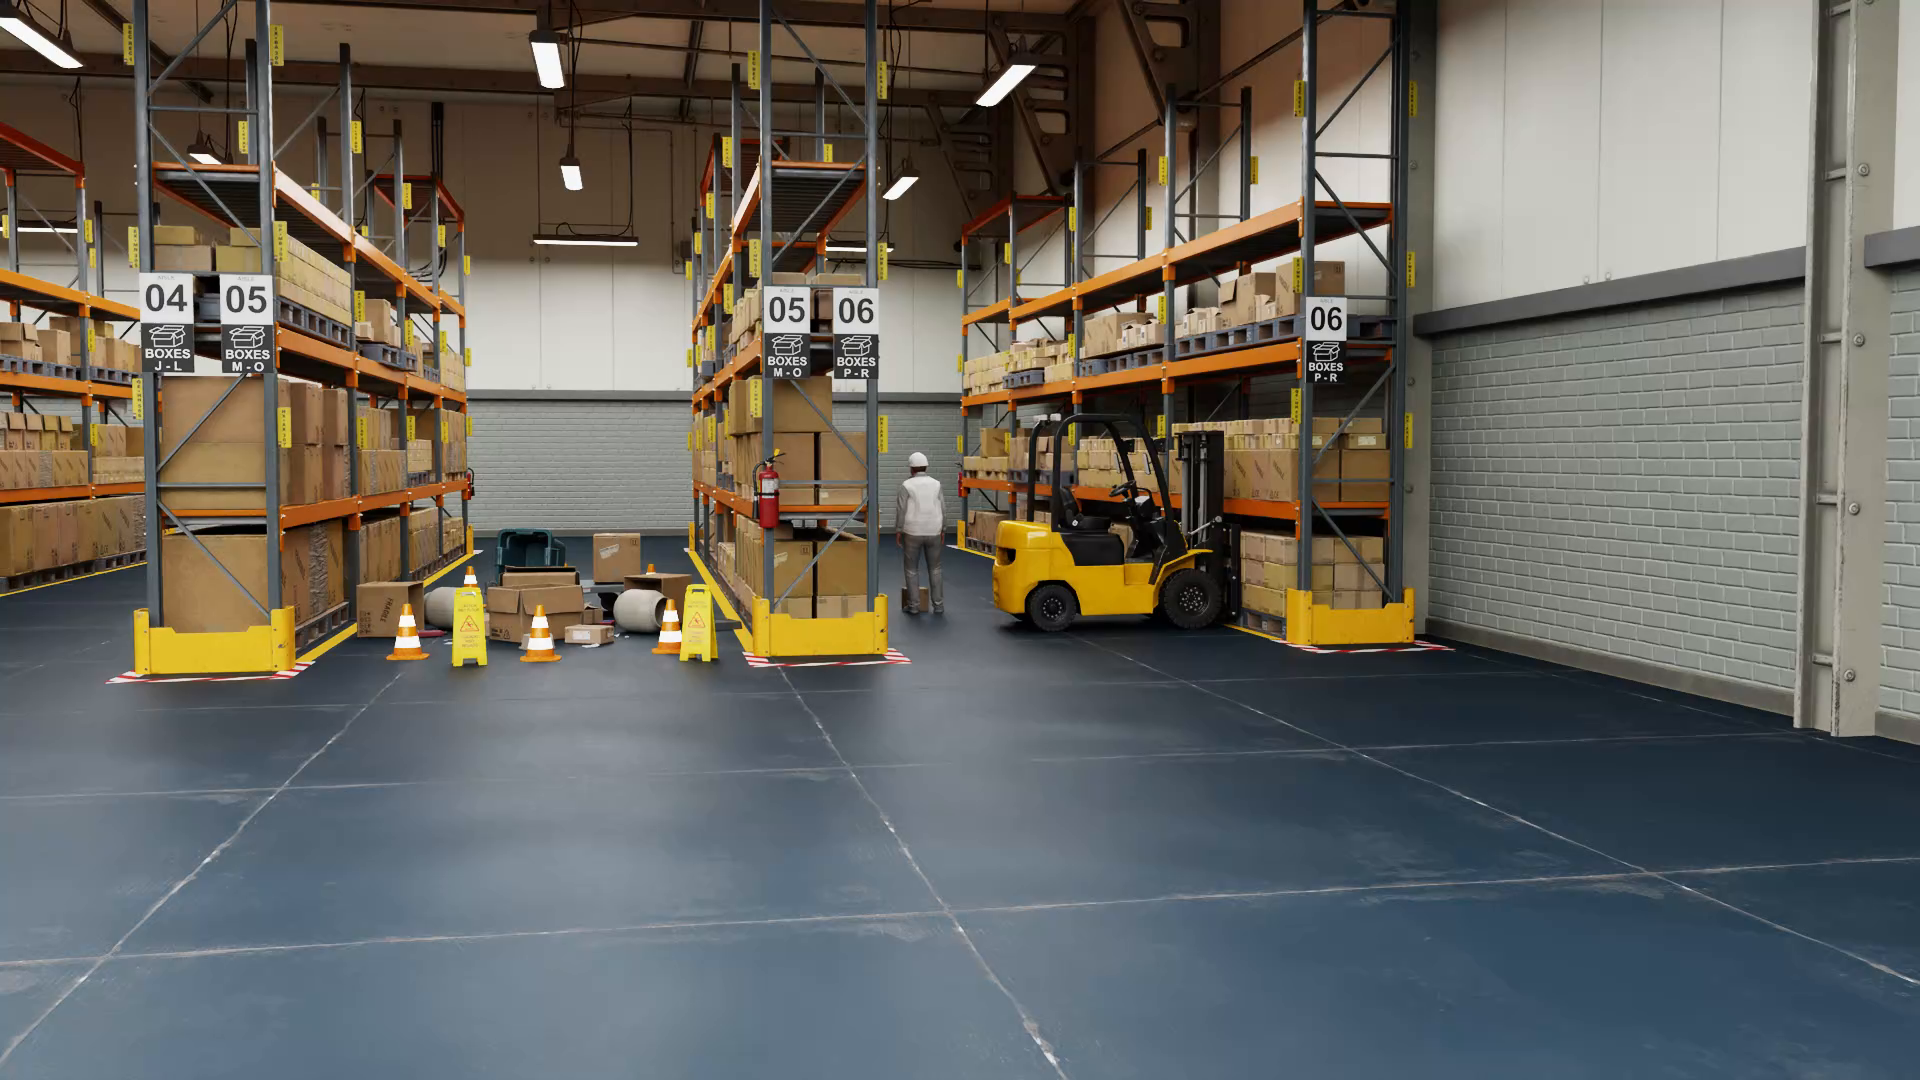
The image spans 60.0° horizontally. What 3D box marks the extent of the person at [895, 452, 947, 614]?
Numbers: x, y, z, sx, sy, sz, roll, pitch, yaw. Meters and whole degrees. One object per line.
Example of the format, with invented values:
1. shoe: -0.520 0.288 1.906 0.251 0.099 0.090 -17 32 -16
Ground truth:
1. person: -0.428 -0.081 18.391 0.595 1.772 0.459 -1 3 -18
